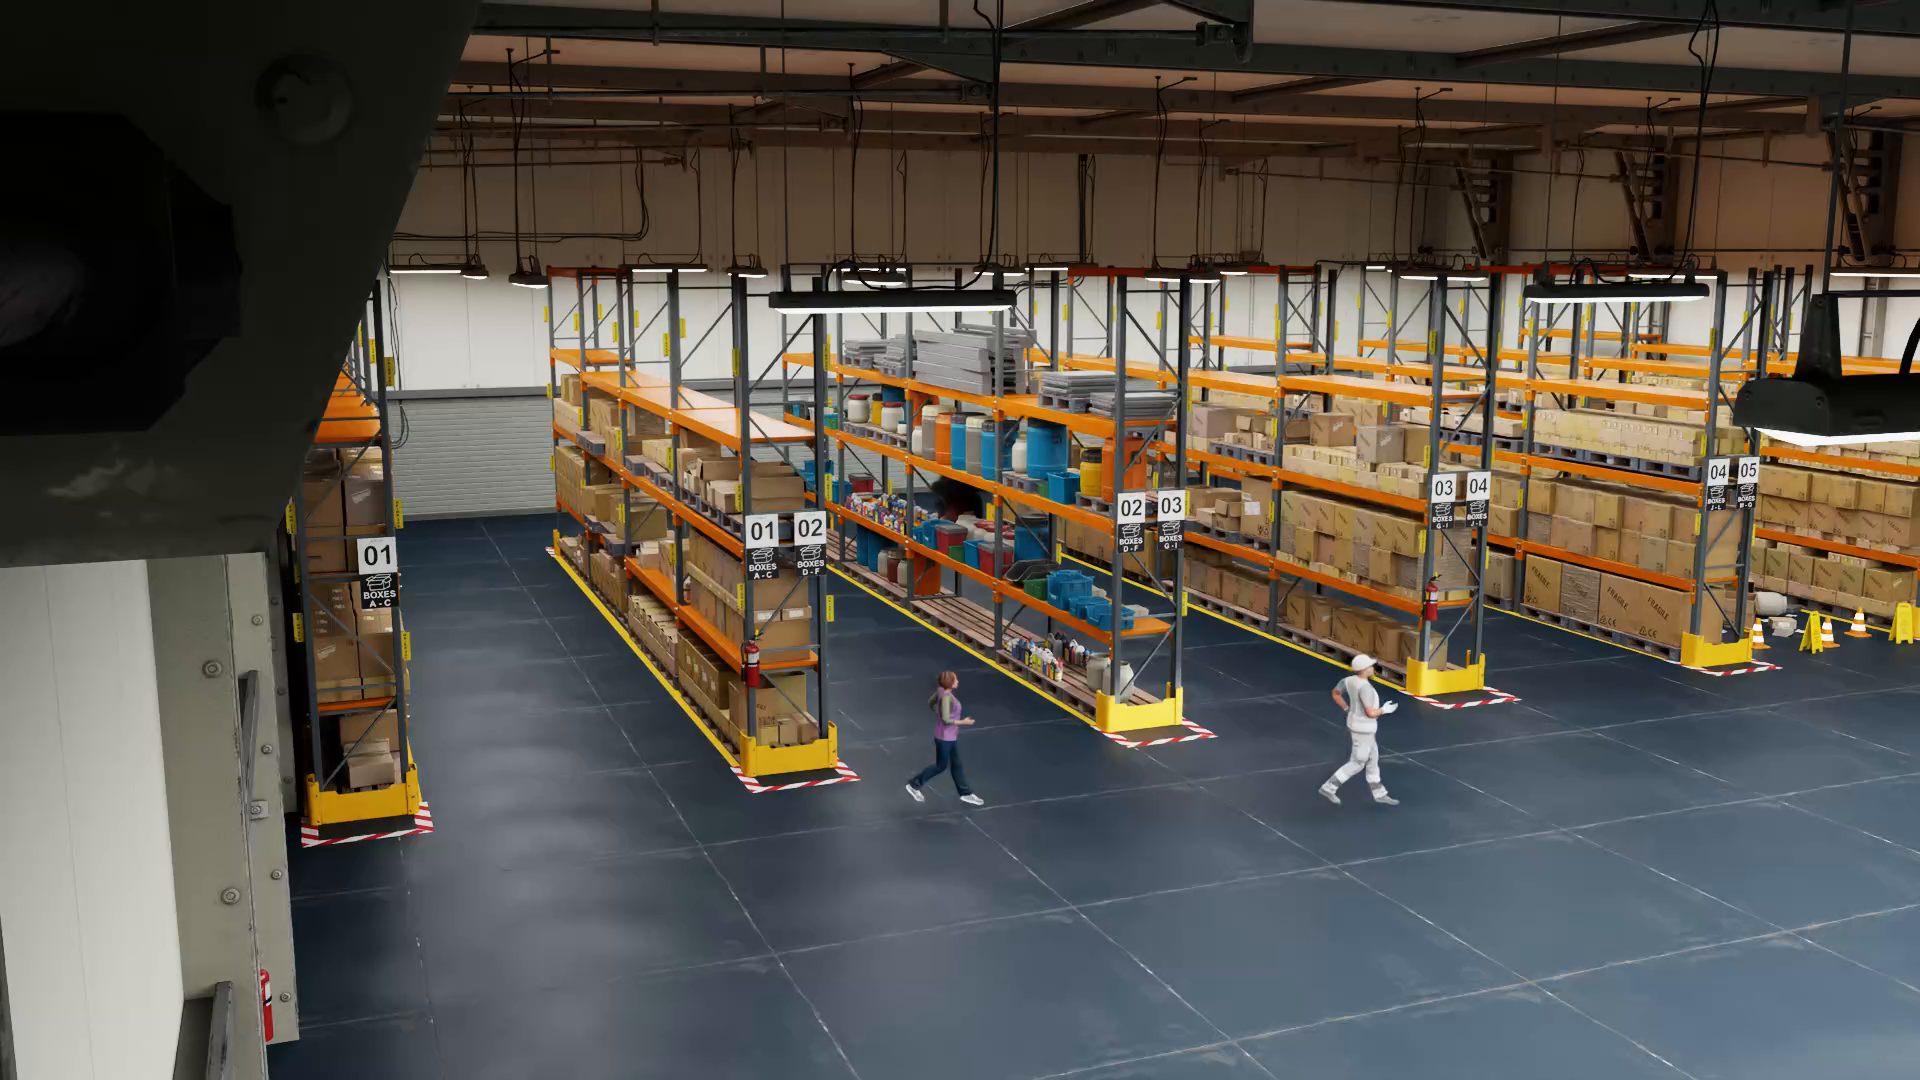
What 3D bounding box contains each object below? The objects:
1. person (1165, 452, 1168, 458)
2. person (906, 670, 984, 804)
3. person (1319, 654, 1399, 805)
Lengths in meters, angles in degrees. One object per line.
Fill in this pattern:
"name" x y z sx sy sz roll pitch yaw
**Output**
"person" 4.911 -1.606 41.437 0.727 1.527 0.655 -2 10 -10
"person" -0.173 2.258 18.965 0.894 1.596 0.556 0 10 0
"person" 4.562 2.169 18.859 0.968 1.787 0.647 0 10 -2
